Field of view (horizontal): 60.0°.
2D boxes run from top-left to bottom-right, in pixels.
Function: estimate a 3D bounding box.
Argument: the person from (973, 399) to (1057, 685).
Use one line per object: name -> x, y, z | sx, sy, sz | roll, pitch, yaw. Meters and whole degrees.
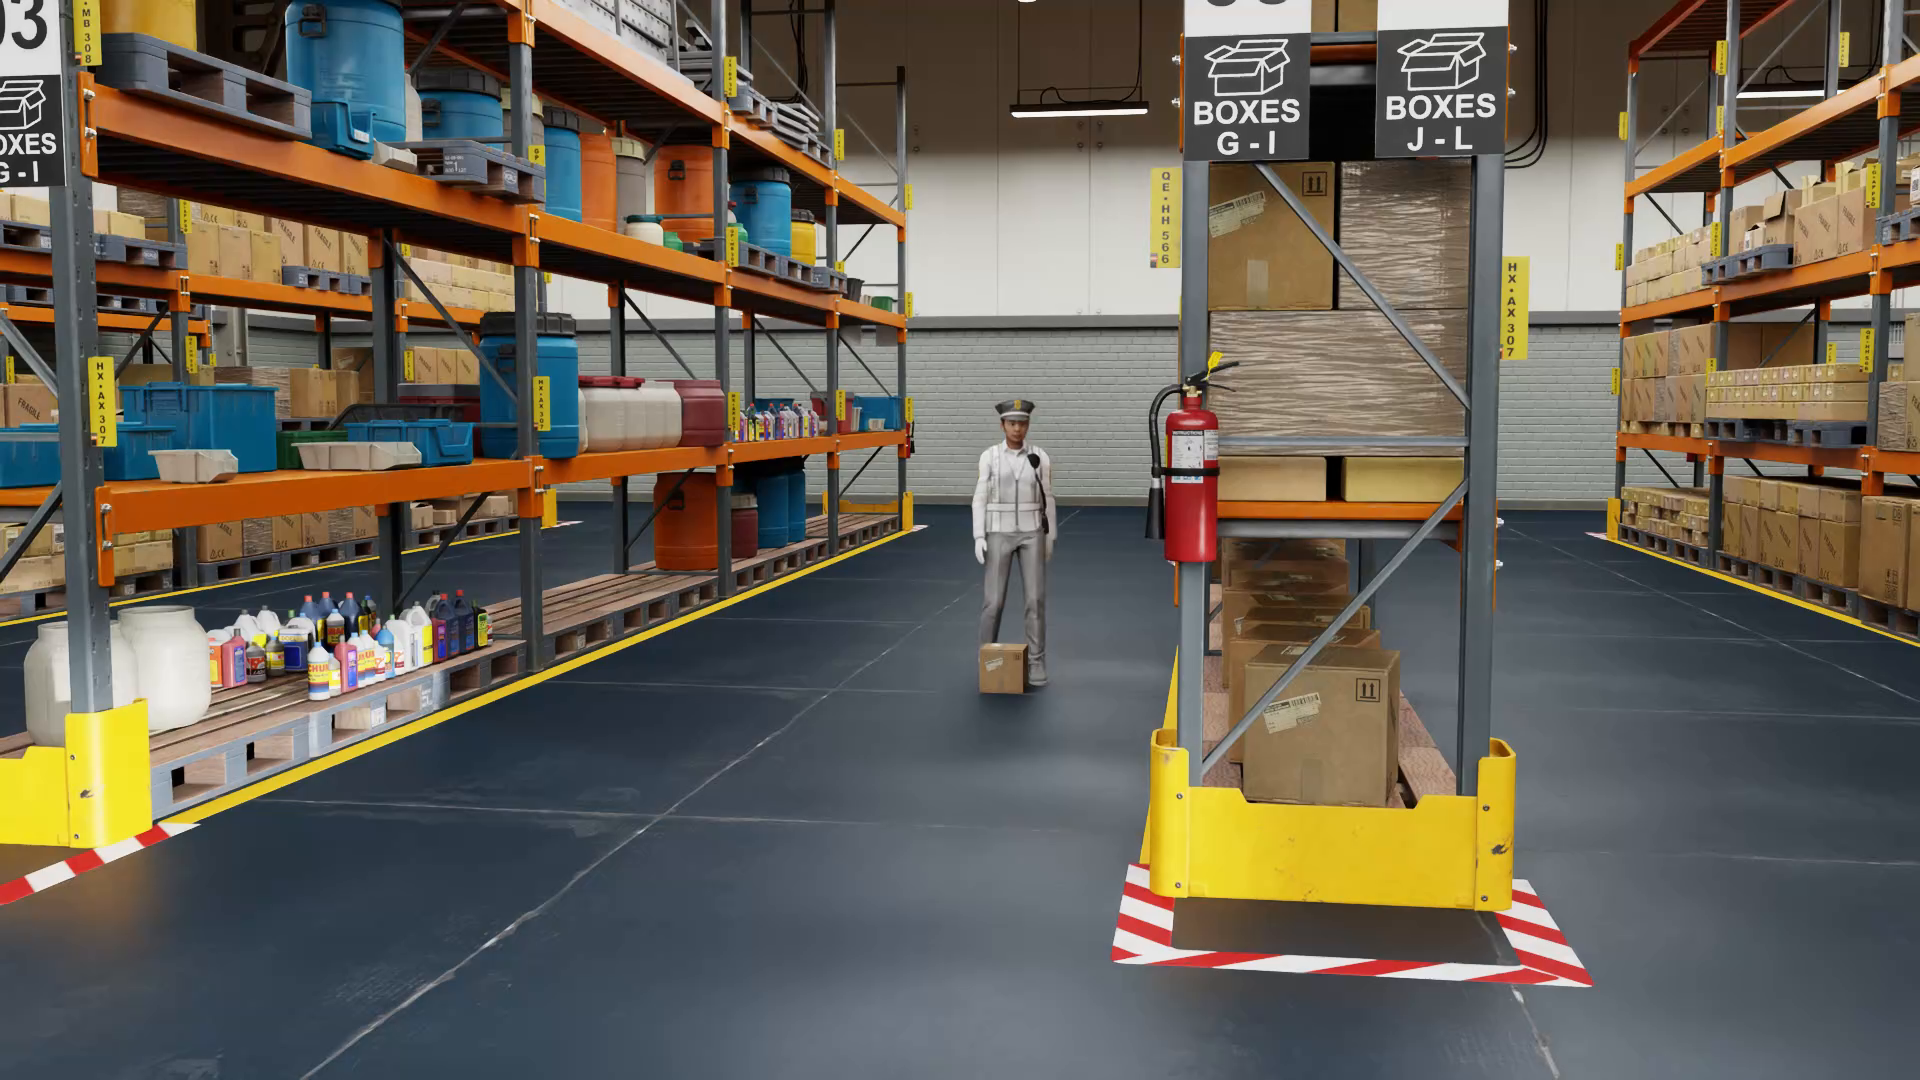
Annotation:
person -> 0.338, 0.006, 9.888 | 0.509, 1.689, 0.541 | 0, 5, -4
